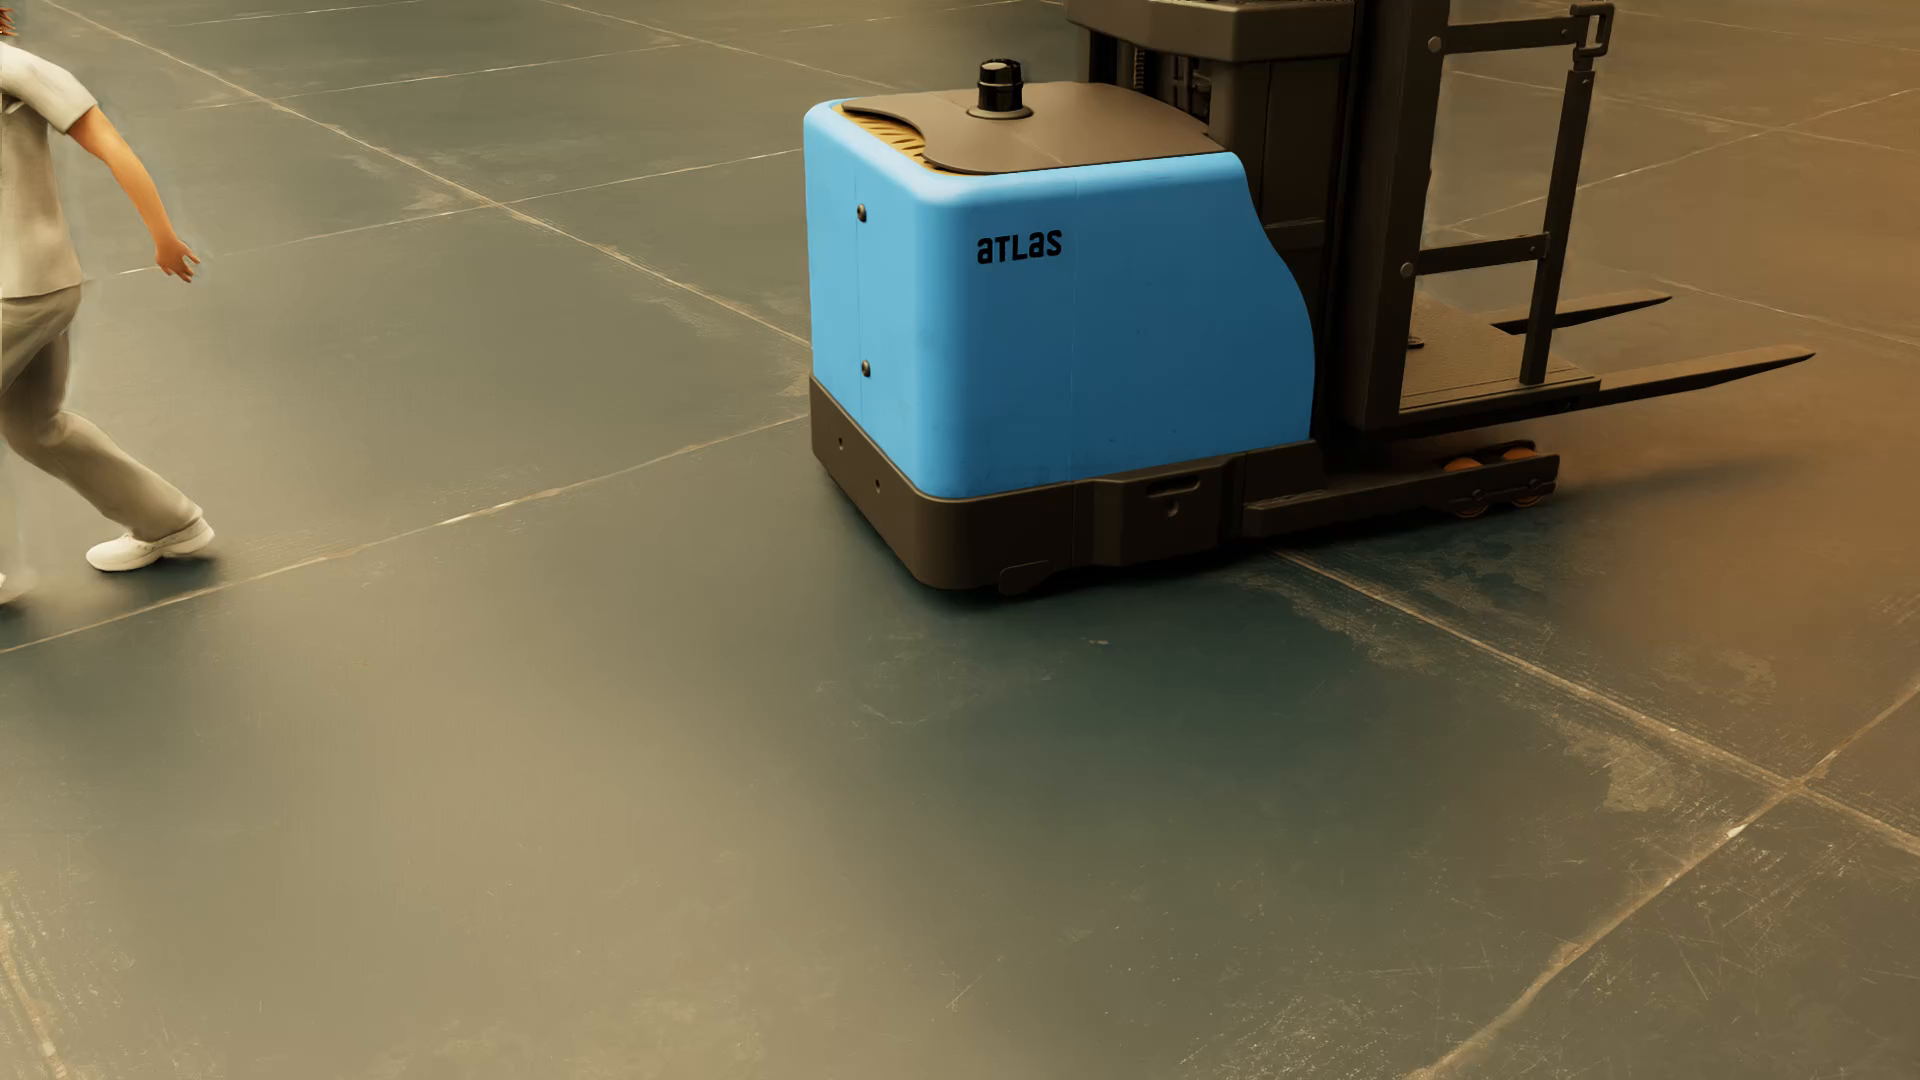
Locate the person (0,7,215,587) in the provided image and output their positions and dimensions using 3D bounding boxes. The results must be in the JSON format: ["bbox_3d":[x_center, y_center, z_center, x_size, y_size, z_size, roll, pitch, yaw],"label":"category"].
[{"bbox_3d":[-2.286,-0.591,3.922,0.875,1.627,0.475,-18,31,-32],"label":"person"}]

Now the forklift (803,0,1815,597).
[{"bbox_3d":[1.135,-1.579,4.387,3.031,2.935,1.130,-10,28,-20],"label":"forklift"}]
